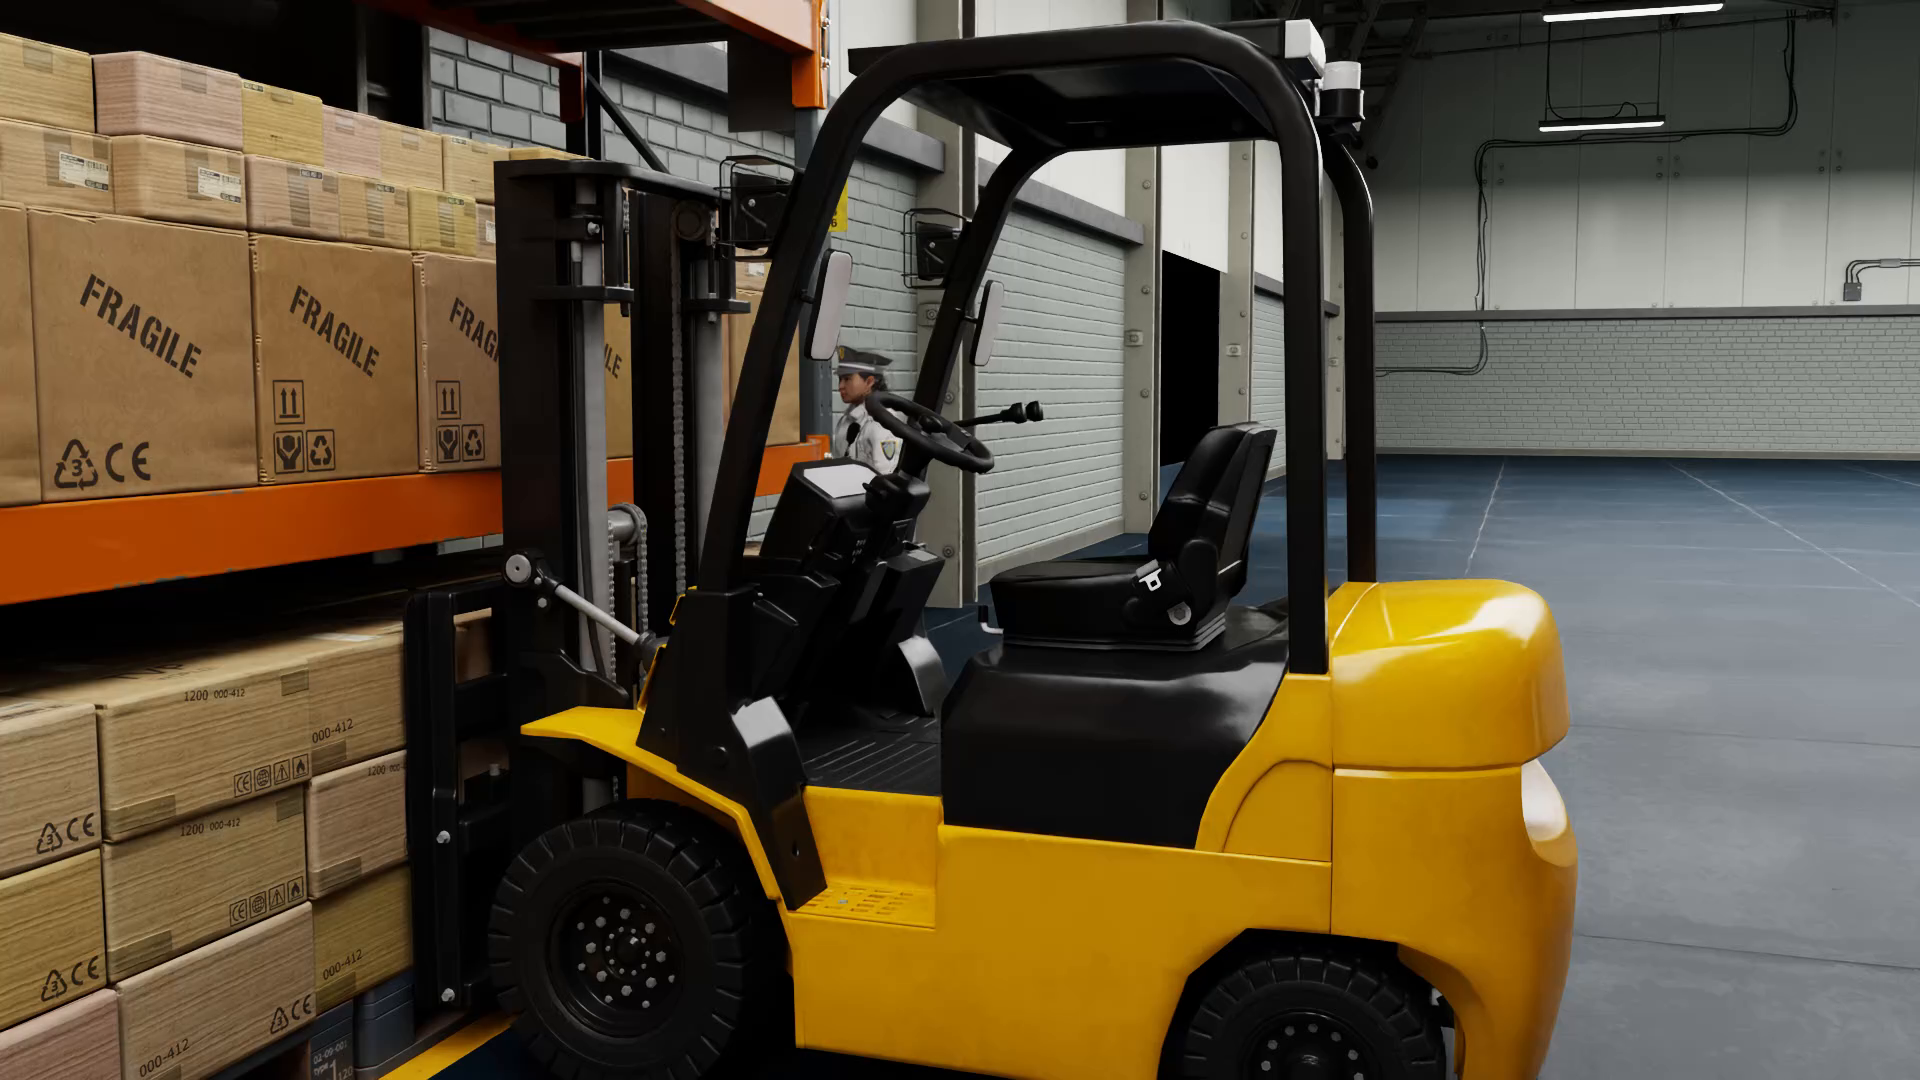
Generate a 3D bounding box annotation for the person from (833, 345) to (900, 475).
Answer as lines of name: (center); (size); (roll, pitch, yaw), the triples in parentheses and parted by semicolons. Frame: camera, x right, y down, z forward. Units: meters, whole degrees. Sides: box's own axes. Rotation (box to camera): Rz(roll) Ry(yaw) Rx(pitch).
person: (-0.378, -0.050, 7.606); (0.449, 1.667, 0.509); (-3, 6, -30)
